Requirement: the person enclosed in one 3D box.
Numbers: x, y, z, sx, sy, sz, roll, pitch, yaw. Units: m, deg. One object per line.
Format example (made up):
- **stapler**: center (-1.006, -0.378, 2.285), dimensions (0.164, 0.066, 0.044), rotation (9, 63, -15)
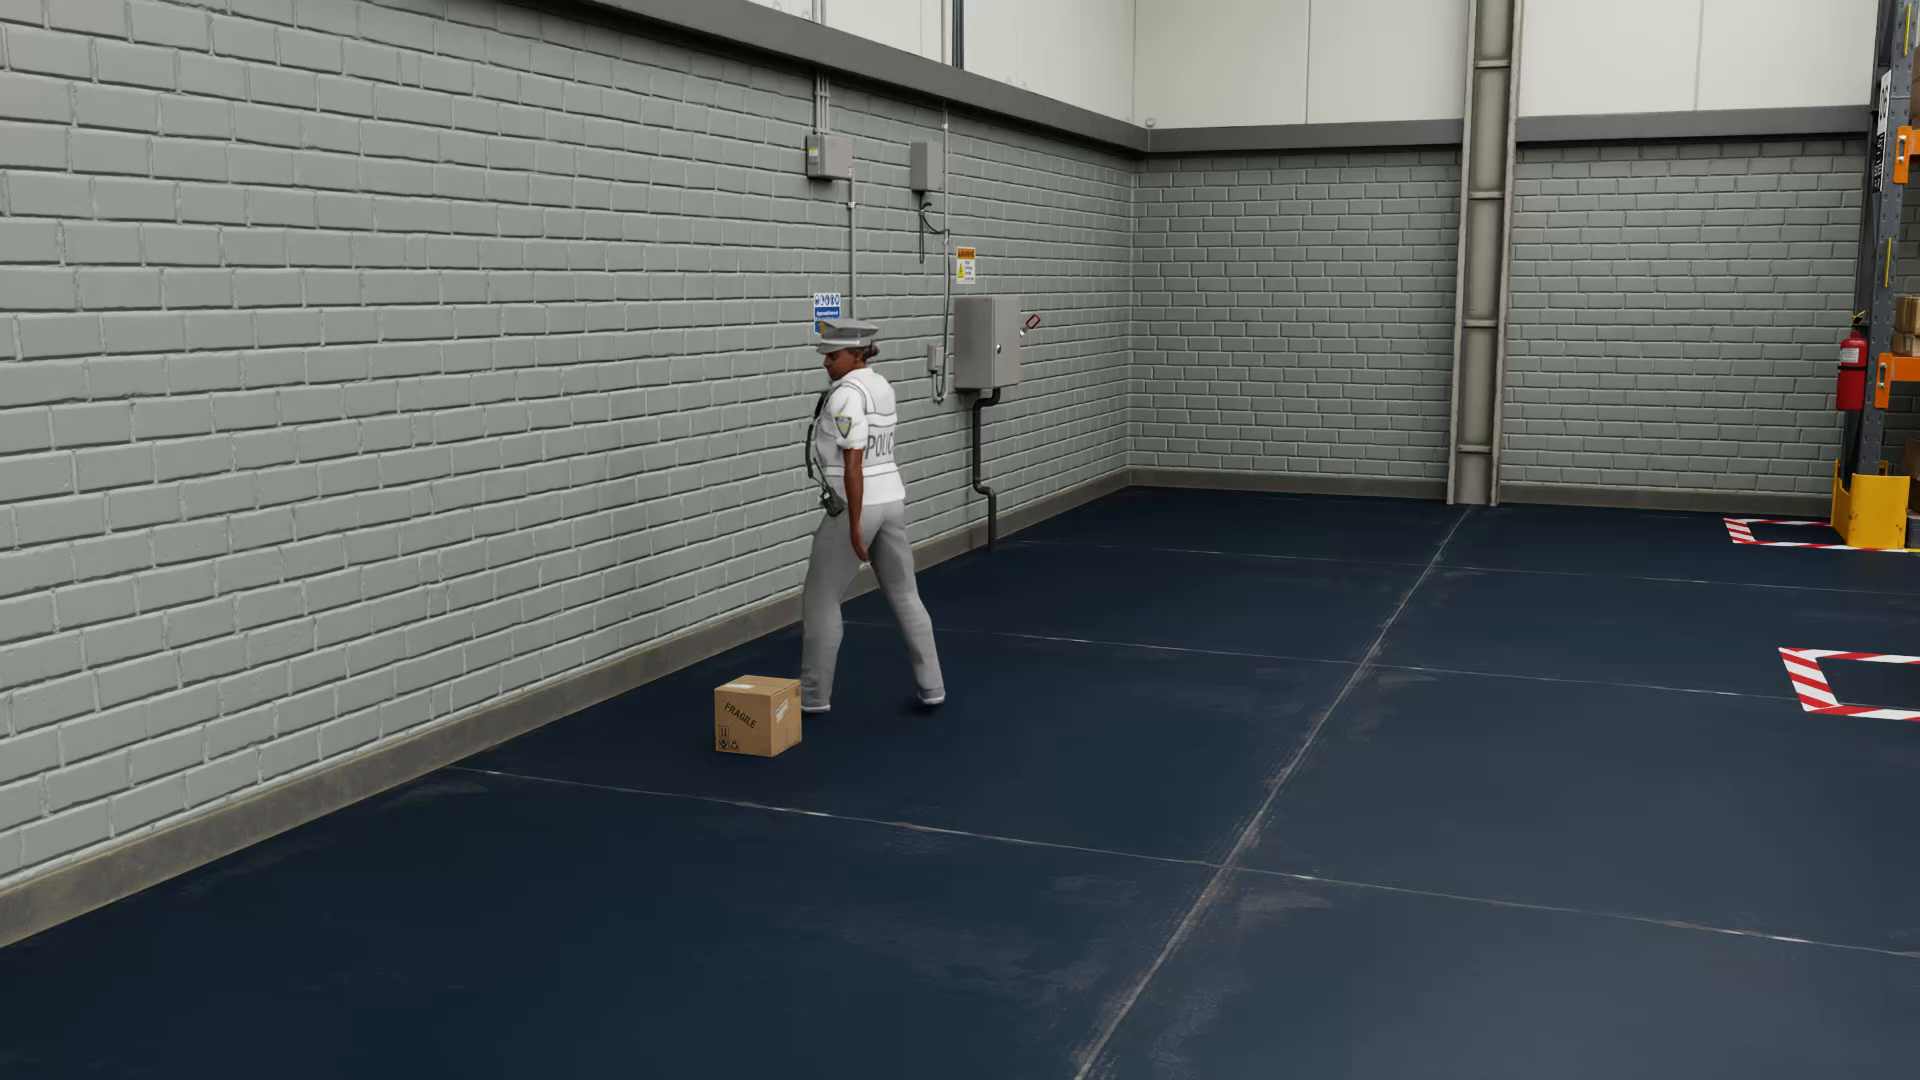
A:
- **person**: center (-0.413, -0.103, 6.963), dimensions (0.677, 1.641, 0.613), rotation (5, 10, 30)
